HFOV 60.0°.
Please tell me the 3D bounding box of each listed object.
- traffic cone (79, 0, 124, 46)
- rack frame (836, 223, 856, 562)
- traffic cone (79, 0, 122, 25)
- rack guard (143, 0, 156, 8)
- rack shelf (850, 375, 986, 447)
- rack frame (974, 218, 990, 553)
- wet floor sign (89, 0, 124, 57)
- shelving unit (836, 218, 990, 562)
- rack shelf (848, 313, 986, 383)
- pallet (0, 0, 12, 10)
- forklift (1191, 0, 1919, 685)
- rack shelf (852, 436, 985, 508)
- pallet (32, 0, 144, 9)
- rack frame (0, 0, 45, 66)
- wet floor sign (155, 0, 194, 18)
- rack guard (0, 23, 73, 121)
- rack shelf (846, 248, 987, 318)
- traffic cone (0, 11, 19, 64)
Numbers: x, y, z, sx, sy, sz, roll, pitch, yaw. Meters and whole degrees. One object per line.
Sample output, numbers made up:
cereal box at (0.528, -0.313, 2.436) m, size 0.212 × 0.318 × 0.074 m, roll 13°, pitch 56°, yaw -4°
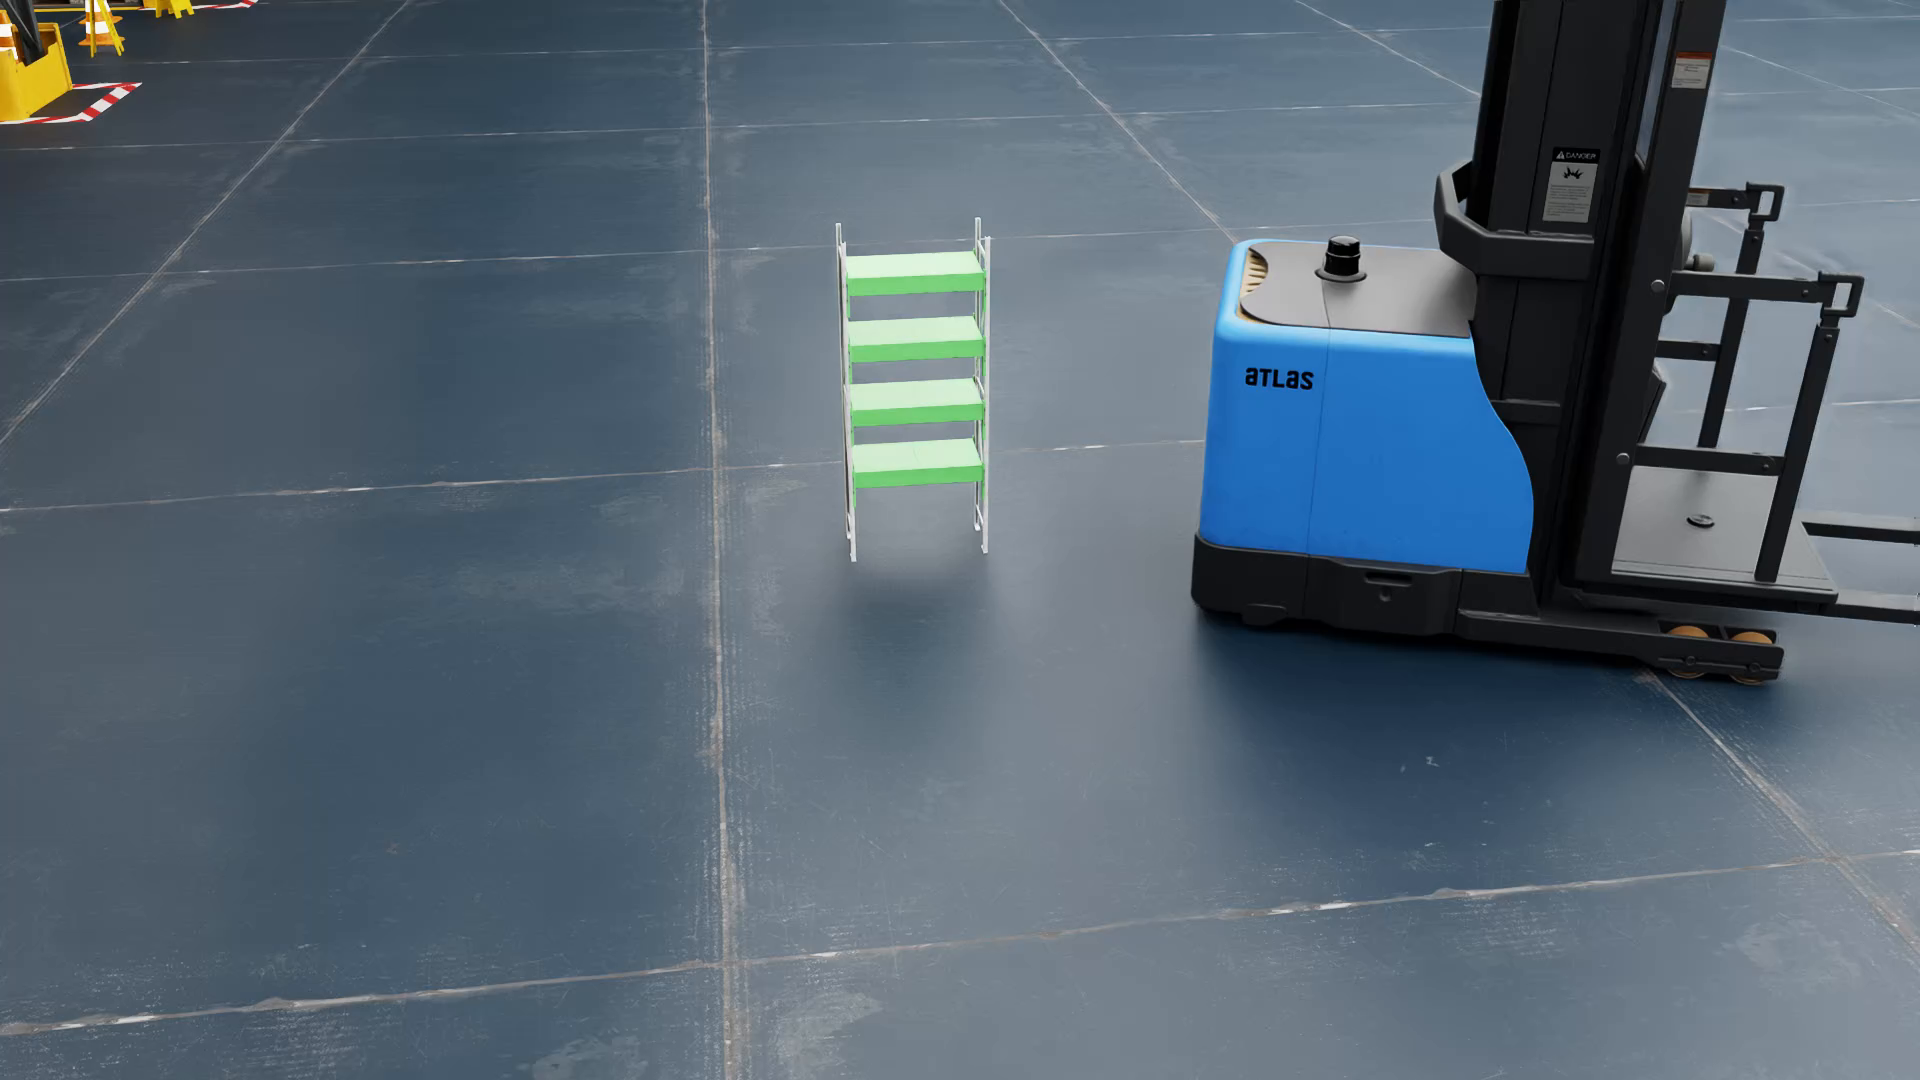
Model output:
traffic cone at (-7.743, -4.698, 14.899) m, size 0.334 × 0.463 × 0.336 m, roll -4°, pitch 27°, yaw -7°
rack frame at (-0.406, -0.508, 5.925) m, size 0.015 × 1.200 × 0.240 m, roll -4°, pitch 27°, yaw -7°
traffic cone at (-8.235, -5.178, 15.835) m, size 0.334 × 0.463 × 0.336 m, roll -4°, pitch 27°, yaw -7°
rack guard at (-8.064, -5.800, 17.007) m, size 0.348 × 0.500 × 1.175 m, roll -4°, pitch 27°, yaw -7°
rack shelf at (-0.164, -0.466, 5.985) m, size 0.480 × 0.148 × 0.258 m, roll -4°, pitch 27°, yaw -7°
rack frame at (0.078, -0.539, 5.986) m, size 0.015 × 1.200 × 0.240 m, roll -4°, pitch 27°, yaw -7°
wet floor sign at (-7.446, -4.535, 14.382) m, size 0.232 × 0.644 × 0.267 m, roll -8°, pitch 28°, yaw -16°
shelving unit at (-0.164, -0.523, 5.956) m, size 0.503 × 1.200 × 0.258 m, roll -4°, pitch 27°, yaw -7°
rack shelf at (-0.164, -0.680, 5.875) m, size 0.480 × 0.148 × 0.258 m, roll -4°, pitch 27°, yaw -7°
pallet at (-10.079, -5.560, 16.855) m, size 1.213 × 0.211 × 1.003 m, roll -4°, pitch 27°, yaw -7°
forklift at (2.365, -1.104, 5.190) m, size 3.031 × 2.935 × 1.130 m, roll 5°, pitch 28°, yaw 10°
rack shelf at (-0.164, -0.253, 6.094) m, size 0.480 × 0.148 × 0.258 m, roll -4°, pitch 27°, yaw -7°
pallet at (-8.873, -5.636, 17.003) m, size 1.213 × 0.211 × 1.003 m, roll -4°, pitch 27°, yaw -7°
rack frame at (-7.199, -4.686, 12.097) m, size 0.127 × 3.000 × 1.000 m, roll -4°, pitch 27°, yaw -7°
wet floor sign at (-7.651, -5.398, 16.064) m, size 0.232 × 0.644 × 0.267 m, roll 6°, pitch 28°, yaw 11°
rack guard at (-7.175, -3.575, 12.670) m, size 0.348 × 0.500 × 1.175 m, roll -4°, pitch 27°, yaw -7°
rack shelf at (-0.164, -0.894, 5.766) m, size 0.480 × 0.148 × 0.258 m, roll -4°, pitch 27°, yaw -7°
traffic cone at (-7.922, -4.165, 13.861) m, size 0.334 × 0.463 × 0.336 m, roll -4°, pitch 27°, yaw -7°
